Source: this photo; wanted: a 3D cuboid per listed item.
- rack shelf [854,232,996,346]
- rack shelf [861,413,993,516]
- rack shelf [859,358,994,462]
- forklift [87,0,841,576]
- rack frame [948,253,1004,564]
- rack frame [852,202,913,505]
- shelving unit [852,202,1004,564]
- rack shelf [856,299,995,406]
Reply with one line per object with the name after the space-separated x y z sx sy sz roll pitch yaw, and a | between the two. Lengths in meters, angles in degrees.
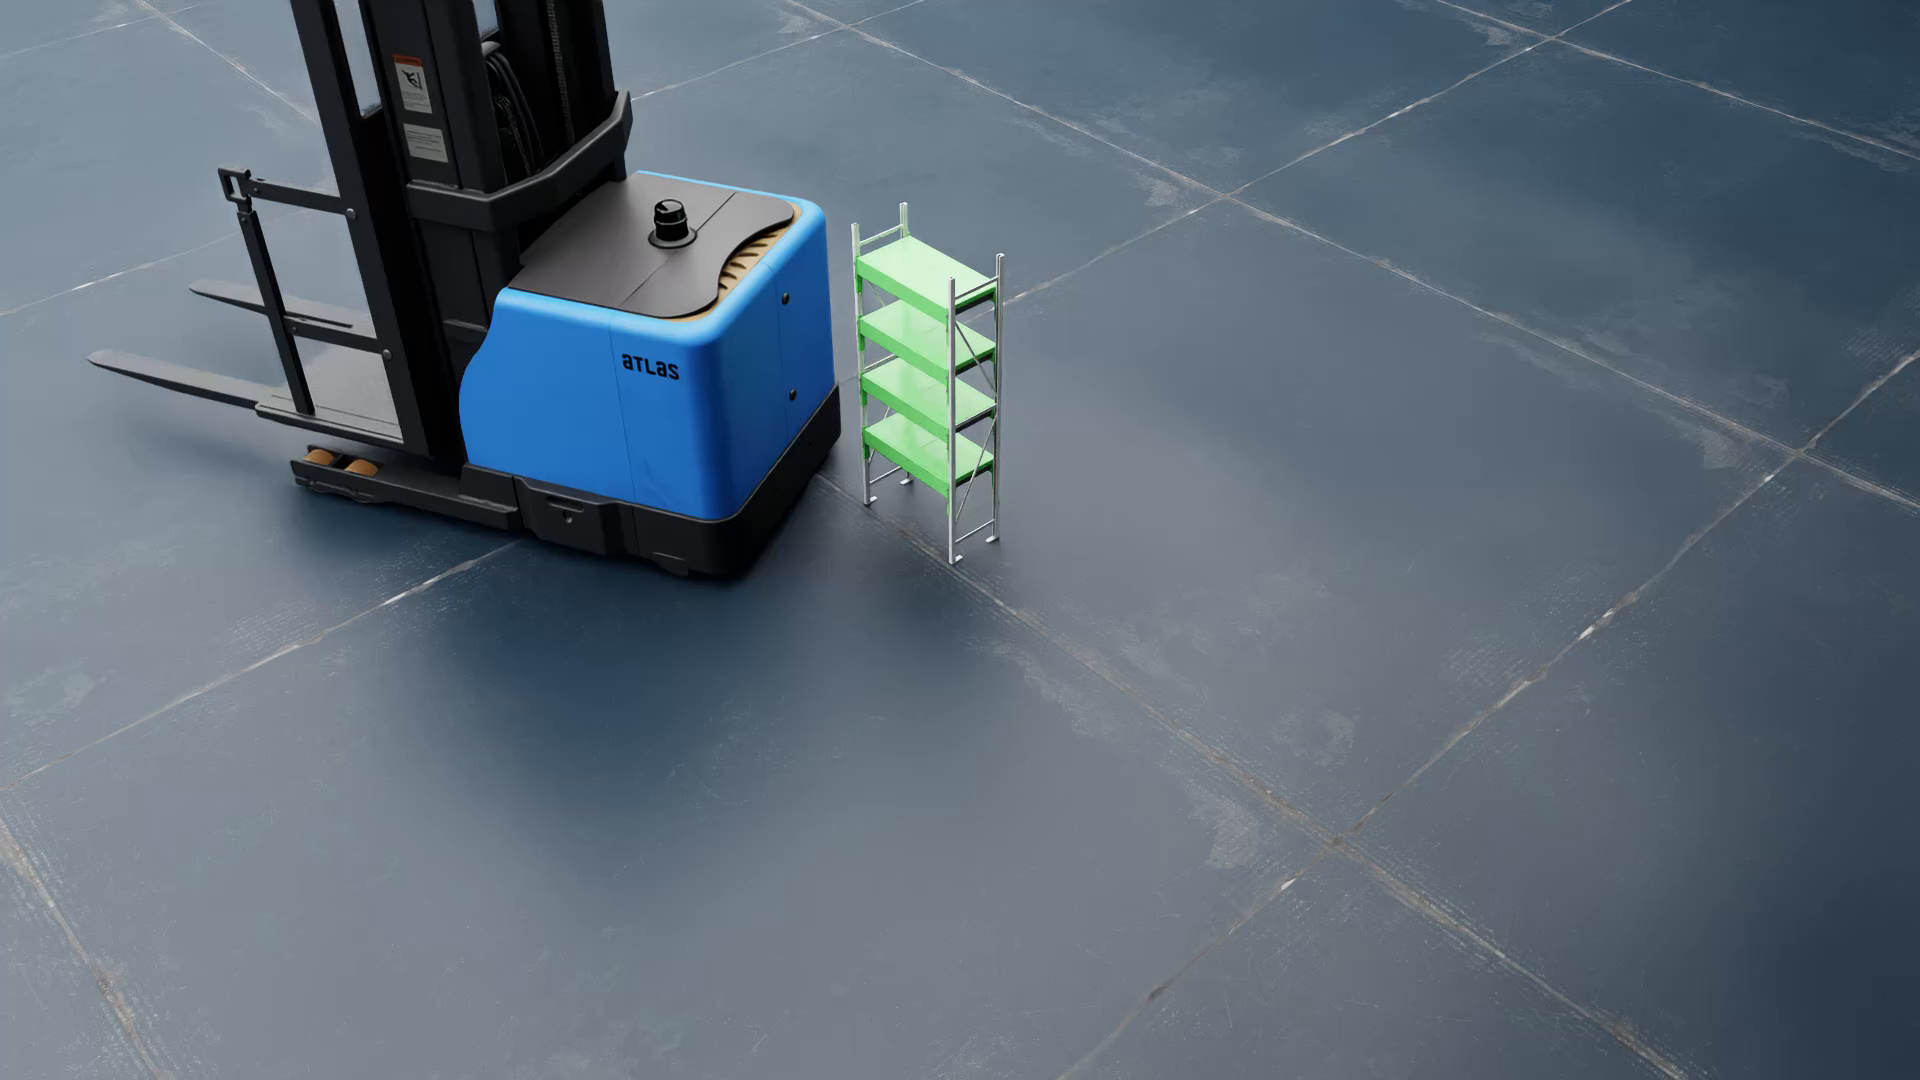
-0.112 -0.867 5.706 0.258 0.148 0.480 -30 48 -32 | rack shelf
-0.112 -0.307 6.159 0.258 0.148 0.480 -30 48 -32 | rack shelf
-0.112 -0.494 6.008 0.258 0.148 0.480 -30 48 -32 | rack shelf
-2.049 -1.578 5.872 3.031 2.935 1.130 13 41 16 | forklift
0.053 -0.430 5.828 0.240 1.200 0.015 -30 48 -32 | rack frame
-0.277 -0.656 6.108 0.240 1.200 0.015 -30 48 -32 | rack frame
-0.112 -0.543 5.968 0.258 1.200 0.503 -30 48 -32 | shelving unit
-0.112 -0.680 5.857 0.258 0.148 0.480 -30 48 -32 | rack shelf
